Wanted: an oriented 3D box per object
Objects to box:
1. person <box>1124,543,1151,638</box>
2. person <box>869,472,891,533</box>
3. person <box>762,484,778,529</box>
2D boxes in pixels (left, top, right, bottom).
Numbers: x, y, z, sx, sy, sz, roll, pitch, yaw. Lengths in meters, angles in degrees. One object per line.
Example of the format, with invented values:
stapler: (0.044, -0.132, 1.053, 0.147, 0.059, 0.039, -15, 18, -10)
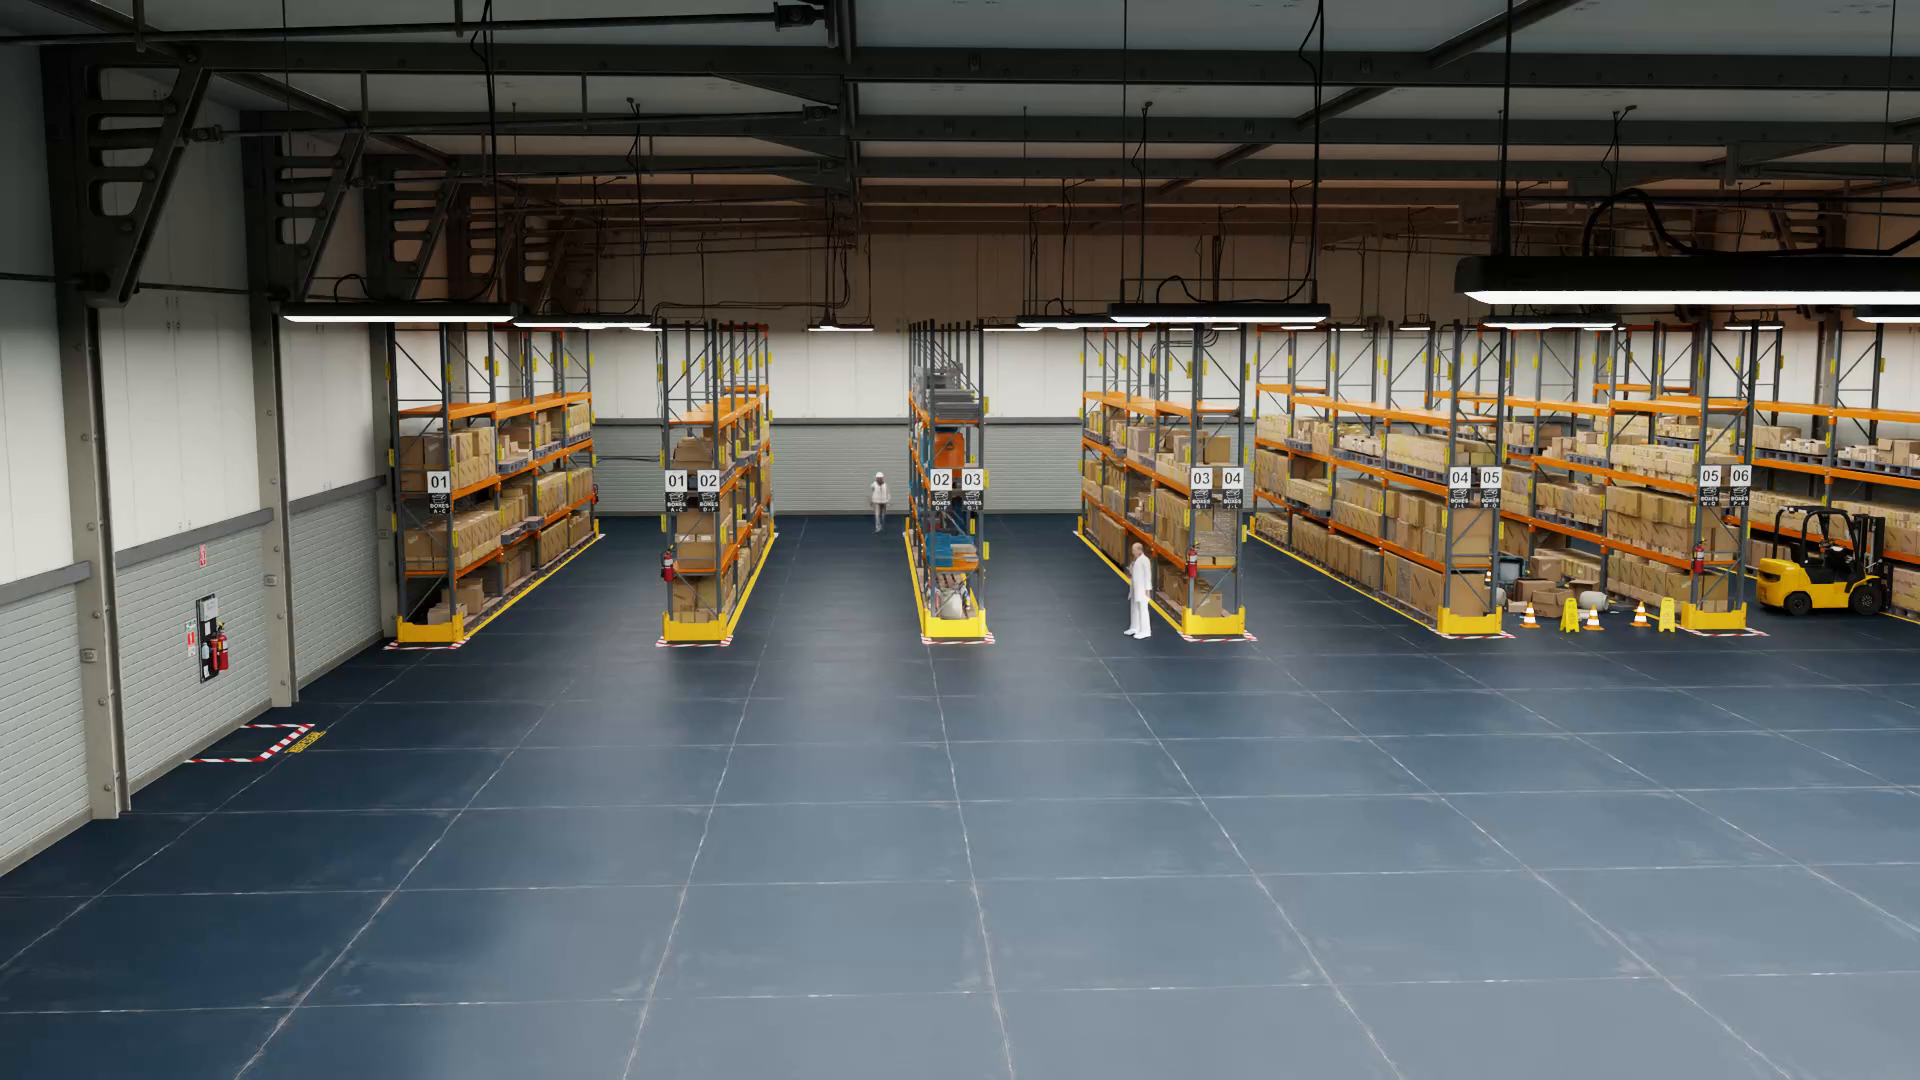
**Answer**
person: (3.363, 0.936, 31.596, 0.424, 1.776, 0.643, -2, 7, -19)
person: (-2.311, -1.102, 48.145, 0.580, 1.723, 0.998, -2, 7, -14)
person: (-5.706, -1.142, 49.022, 0.539, 1.637, 0.939, -5, 8, -34)
